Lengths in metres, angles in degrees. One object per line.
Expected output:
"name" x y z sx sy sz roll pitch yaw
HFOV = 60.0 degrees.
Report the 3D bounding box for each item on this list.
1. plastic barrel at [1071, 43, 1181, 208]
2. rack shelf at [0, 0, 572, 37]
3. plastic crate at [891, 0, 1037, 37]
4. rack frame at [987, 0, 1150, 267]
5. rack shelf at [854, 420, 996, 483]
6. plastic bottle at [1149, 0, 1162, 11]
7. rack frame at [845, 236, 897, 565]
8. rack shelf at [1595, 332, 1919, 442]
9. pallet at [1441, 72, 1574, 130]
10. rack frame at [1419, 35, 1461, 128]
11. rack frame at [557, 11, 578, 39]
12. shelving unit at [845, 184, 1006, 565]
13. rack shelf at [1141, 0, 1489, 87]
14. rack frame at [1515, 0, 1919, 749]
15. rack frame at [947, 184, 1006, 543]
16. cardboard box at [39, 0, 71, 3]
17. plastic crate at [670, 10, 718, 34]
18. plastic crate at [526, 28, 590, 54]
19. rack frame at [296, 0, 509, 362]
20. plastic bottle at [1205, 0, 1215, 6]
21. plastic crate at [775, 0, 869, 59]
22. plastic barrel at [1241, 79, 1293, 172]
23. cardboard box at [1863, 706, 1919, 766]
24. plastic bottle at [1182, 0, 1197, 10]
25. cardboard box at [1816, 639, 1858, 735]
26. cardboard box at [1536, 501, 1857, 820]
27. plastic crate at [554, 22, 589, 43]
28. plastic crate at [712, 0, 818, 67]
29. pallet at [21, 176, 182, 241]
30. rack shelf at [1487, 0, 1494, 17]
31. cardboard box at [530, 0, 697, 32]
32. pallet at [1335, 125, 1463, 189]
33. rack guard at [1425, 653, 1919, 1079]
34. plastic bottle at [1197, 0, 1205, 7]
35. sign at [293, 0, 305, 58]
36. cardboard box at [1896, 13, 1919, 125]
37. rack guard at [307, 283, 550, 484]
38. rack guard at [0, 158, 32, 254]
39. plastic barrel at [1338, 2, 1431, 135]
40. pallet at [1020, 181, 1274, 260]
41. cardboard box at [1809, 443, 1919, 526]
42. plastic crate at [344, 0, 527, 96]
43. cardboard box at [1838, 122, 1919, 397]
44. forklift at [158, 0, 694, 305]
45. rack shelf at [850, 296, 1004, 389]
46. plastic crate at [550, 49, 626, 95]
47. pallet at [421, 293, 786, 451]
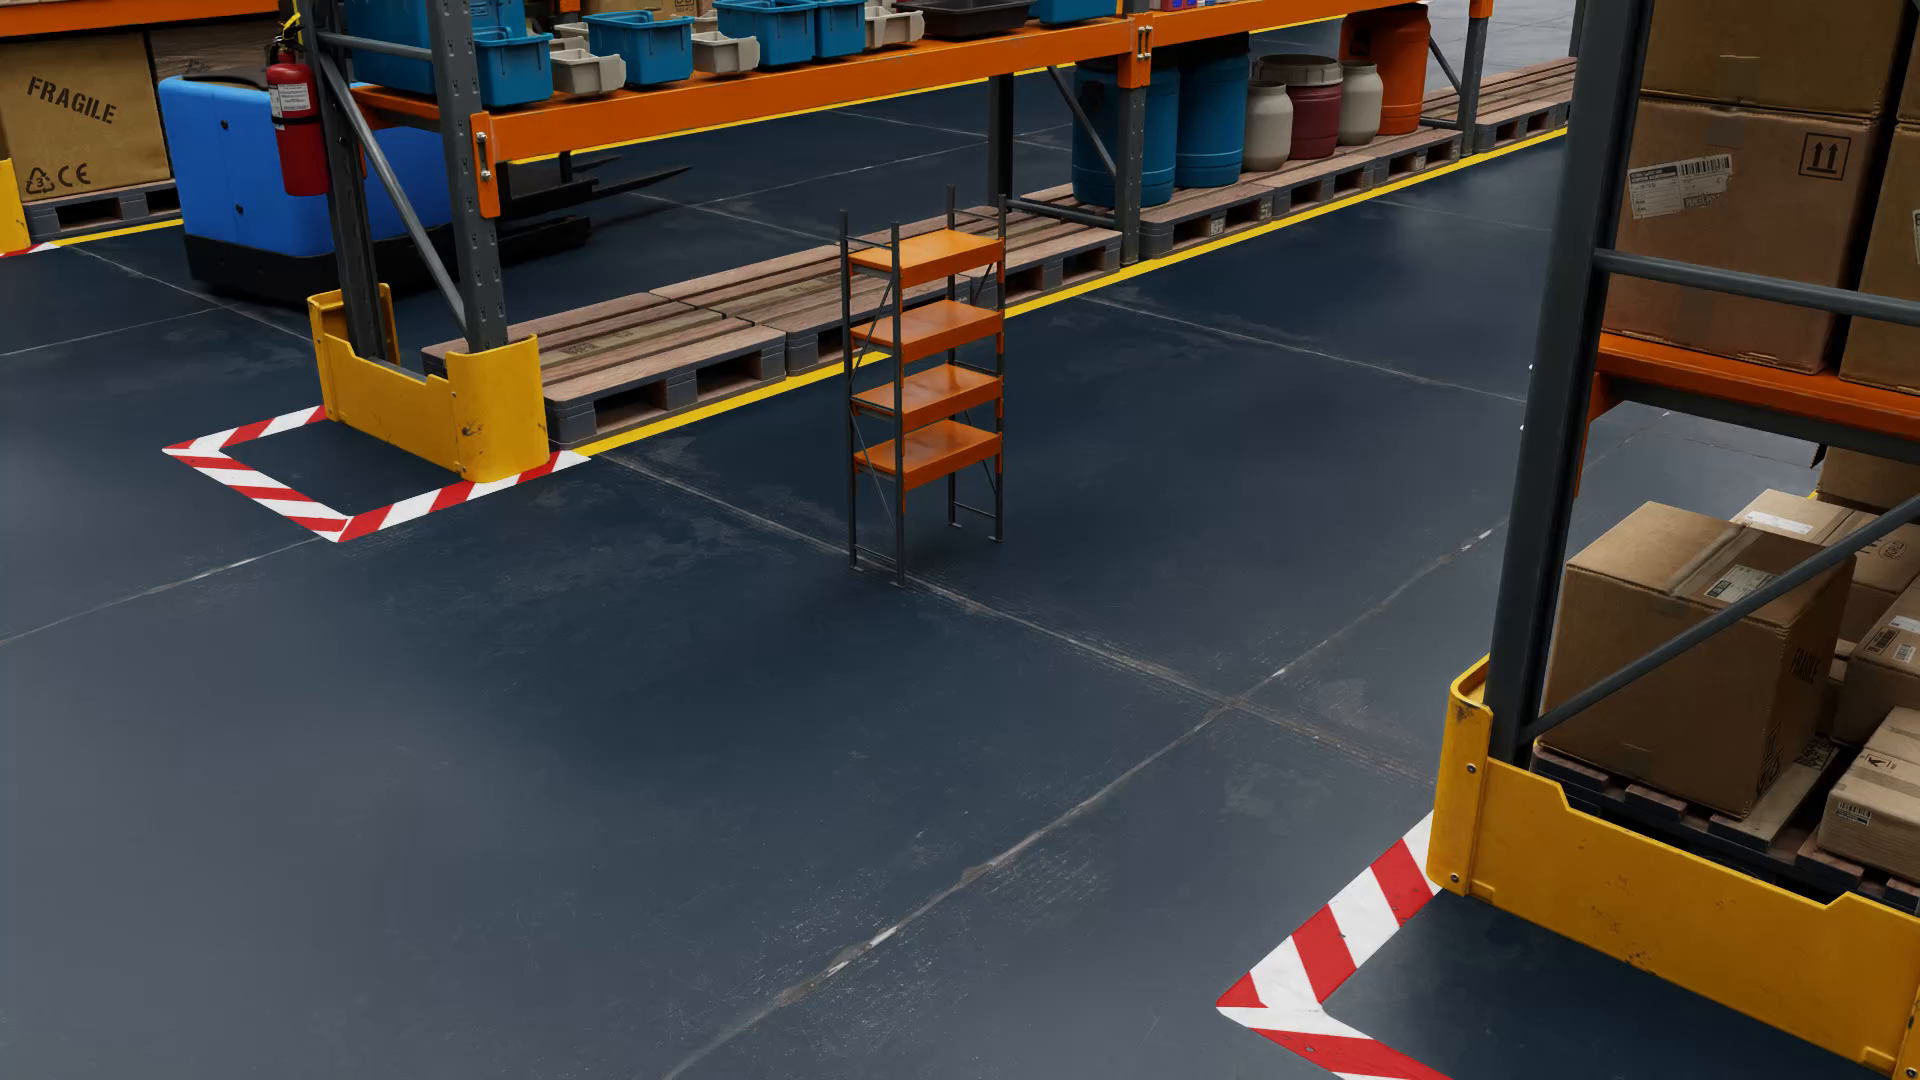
"plastic barrel" 0.944 -2.405 9.500 0.600 0.901 0.708 20 31 38
"rack shelf" -4.455 -3.425 10.602 1.077 0.370 4.000 20 31 38
"plastic crate" 0.022 -2.498 7.917 0.437 0.125 0.590 20 31 38
"rack frame" 0.569 -3.010 8.797 1.000 3.000 0.127 20 31 38
"rack shelf" -0.110 -0.290 5.485 0.221 0.050 0.457 20 31 38
"plastic bottle" 1.072 -3.019 8.877 0.144 0.351 0.185 20 31 38
"rack frame" -0.274 -0.423 5.227 0.228 1.046 0.006 20 31 38
"rack shelf" 2.920 -0.841 4.512 0.919 0.052 3.809 20 31 38
"pallet" 4.599 -3.552 13.414 1.003 0.211 1.213 20 31 38
"rack frame" 3.236 -4.230 11.517 0.949 2.616 0.053 20 31 38
"rack frame" -3.120 -4.363 11.814 1.000 3.000 0.127 20 31 38
"shelving unit" -0.109 -0.498 5.394 0.258 1.200 0.499 20 31 38
"rack shelf" 1.903 -3.291 10.304 1.077 0.370 4.000 20 31 38
"rack frame" 1.588 -0.437 3.058 0.949 2.616 0.053 20 31 38
"rack frame" 0.052 -0.571 5.558 0.240 1.200 0.015 20 31 38
"cardboard box" -5.137 -3.126 9.362 0.380 0.149 0.250 20 31 37
"plastic crate" -1.136 -2.268 7.390 0.298 0.136 0.250 20 31 38
"plastic crate" -1.692 -1.996 6.785 0.396 0.136 0.243 20 31 38
"rack frame" -2.101 -1.792 6.079 1.000 3.000 0.127 20 31 38
"plastic bottle" 1.348 -3.057 9.059 0.097 0.271 0.097 0 24 0
"plastic crate" -0.612 -2.220 7.167 0.416 0.233 0.300 20 31 38
"plastic barrel" 1.860 -2.591 10.390 0.421 0.512 0.421 0 24 0
"cardboard box" 2.288 0.544 3.795 0.380 0.166 0.250 20 31 38
"plastic bottle" 1.220 -2.993 8.901 0.061 0.283 0.133 20 31 38
"cardboard box" 2.102 0.323 4.290 0.380 0.166 0.250 20 31 38
"cardboard box" 1.765 0.269 4.001 0.500 0.500 0.500 20 31 38
"plastic crate" -1.487 -2.081 6.973 0.396 0.136 0.243 20 31 38
"plastic crate" -0.812 -2.129 6.963 0.416 0.233 0.300 20 31 38
"pallet" -5.314 -2.136 10.257 1.003 0.211 1.213 20 31 38
"rack shelf" 4.573 -4.510 13.022 1.077 0.370 4.000 20 31 38
"cardboard box" -2.708 -3.785 12.610 1.225 0.875 0.875 20 31 38
"pallet" 2.743 -2.705 11.525 1.003 0.211 1.213 20 31 38
"rack guard" 1.636 0.680 3.623 1.175 0.500 0.348 20 31 38
"plastic bottle" 1.284 -2.996 9.008 0.097 0.201 0.097 0 24 0
"sign" -2.521 -2.011 6.370 0.100 0.325 0.005 20 31 38
"cardboard box" 2.078 -1.003 2.976 0.500 0.500 0.500 21 32 39
"rack guard" -2.107 -0.640 6.566 1.175 0.500 0.348 20 31 38
"rack guard" -5.805 -1.996 9.591 1.175 0.500 0.348 20 31 38
"plastic barrel" 2.924 -3.277 11.531 0.600 0.830 0.708 20 31 38
"pallet" 1.115 -1.962 9.867 1.003 0.211 1.213 20 31 38
"cardboard box" 3.005 -0.144 4.919 0.797 0.503 0.637 20 31 38
"plastic crate" -2.017 -1.988 6.401 0.616 0.435 0.499 20 31 38
"cardboard box" 2.078 -0.547 3.181 0.500 0.500 0.500 21 32 39
"forklift" -2.769 -3.040 8.947 1.130 2.935 3.031 15 28 30
"rack shelf" -0.110 -0.640 5.328 0.258 0.148 0.480 20 31 38
"plastic crate" -1.415 -1.759 6.256 0.250 0.136 0.298 20 31 38
"pallet" -1.522 -0.760 7.187 1.003 0.211 1.213 20 31 38
